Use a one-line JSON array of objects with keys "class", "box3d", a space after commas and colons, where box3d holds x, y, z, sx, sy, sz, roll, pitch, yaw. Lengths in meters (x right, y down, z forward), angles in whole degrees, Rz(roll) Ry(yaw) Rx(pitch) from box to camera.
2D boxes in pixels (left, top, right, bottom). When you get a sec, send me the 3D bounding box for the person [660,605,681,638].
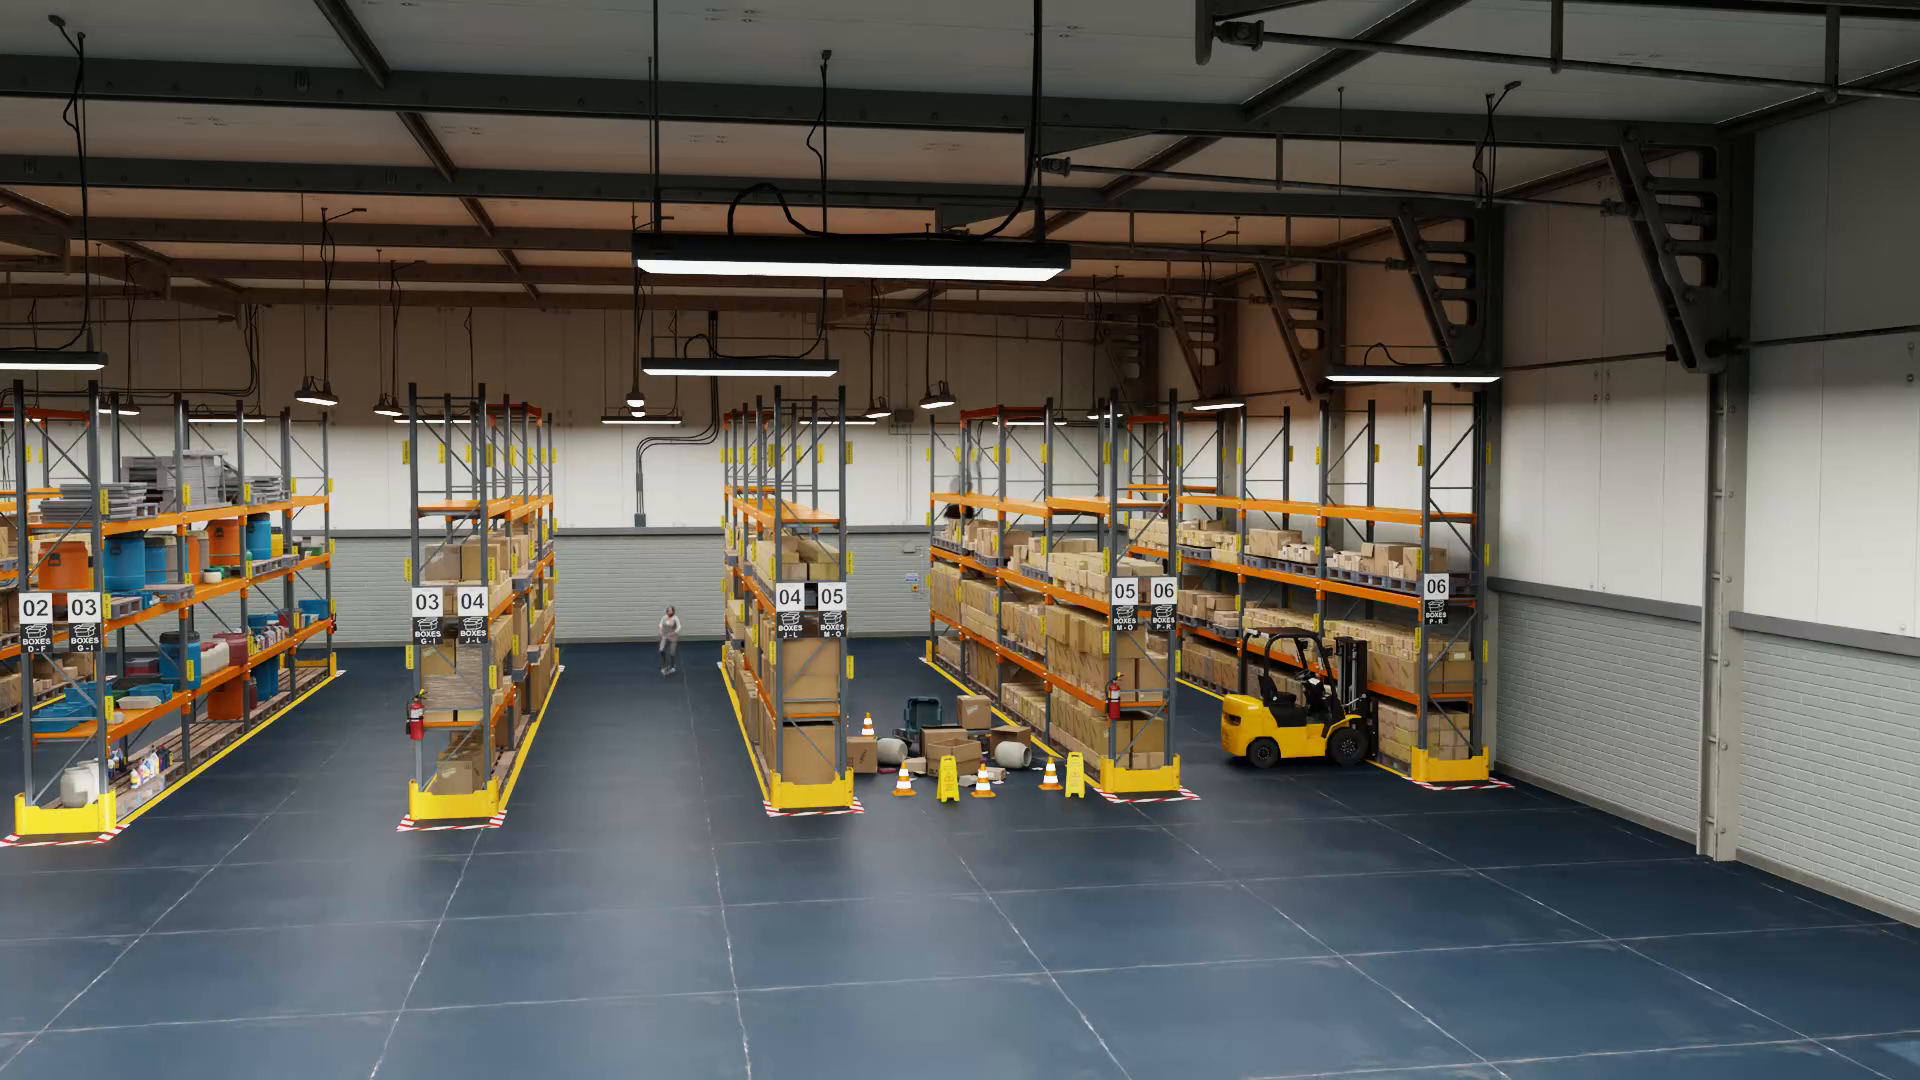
[{"class": "person", "box3d": [-6.630, 1.897, 37.874, 0.544, 0.812, 0.501, 0, 3, 5]}]
